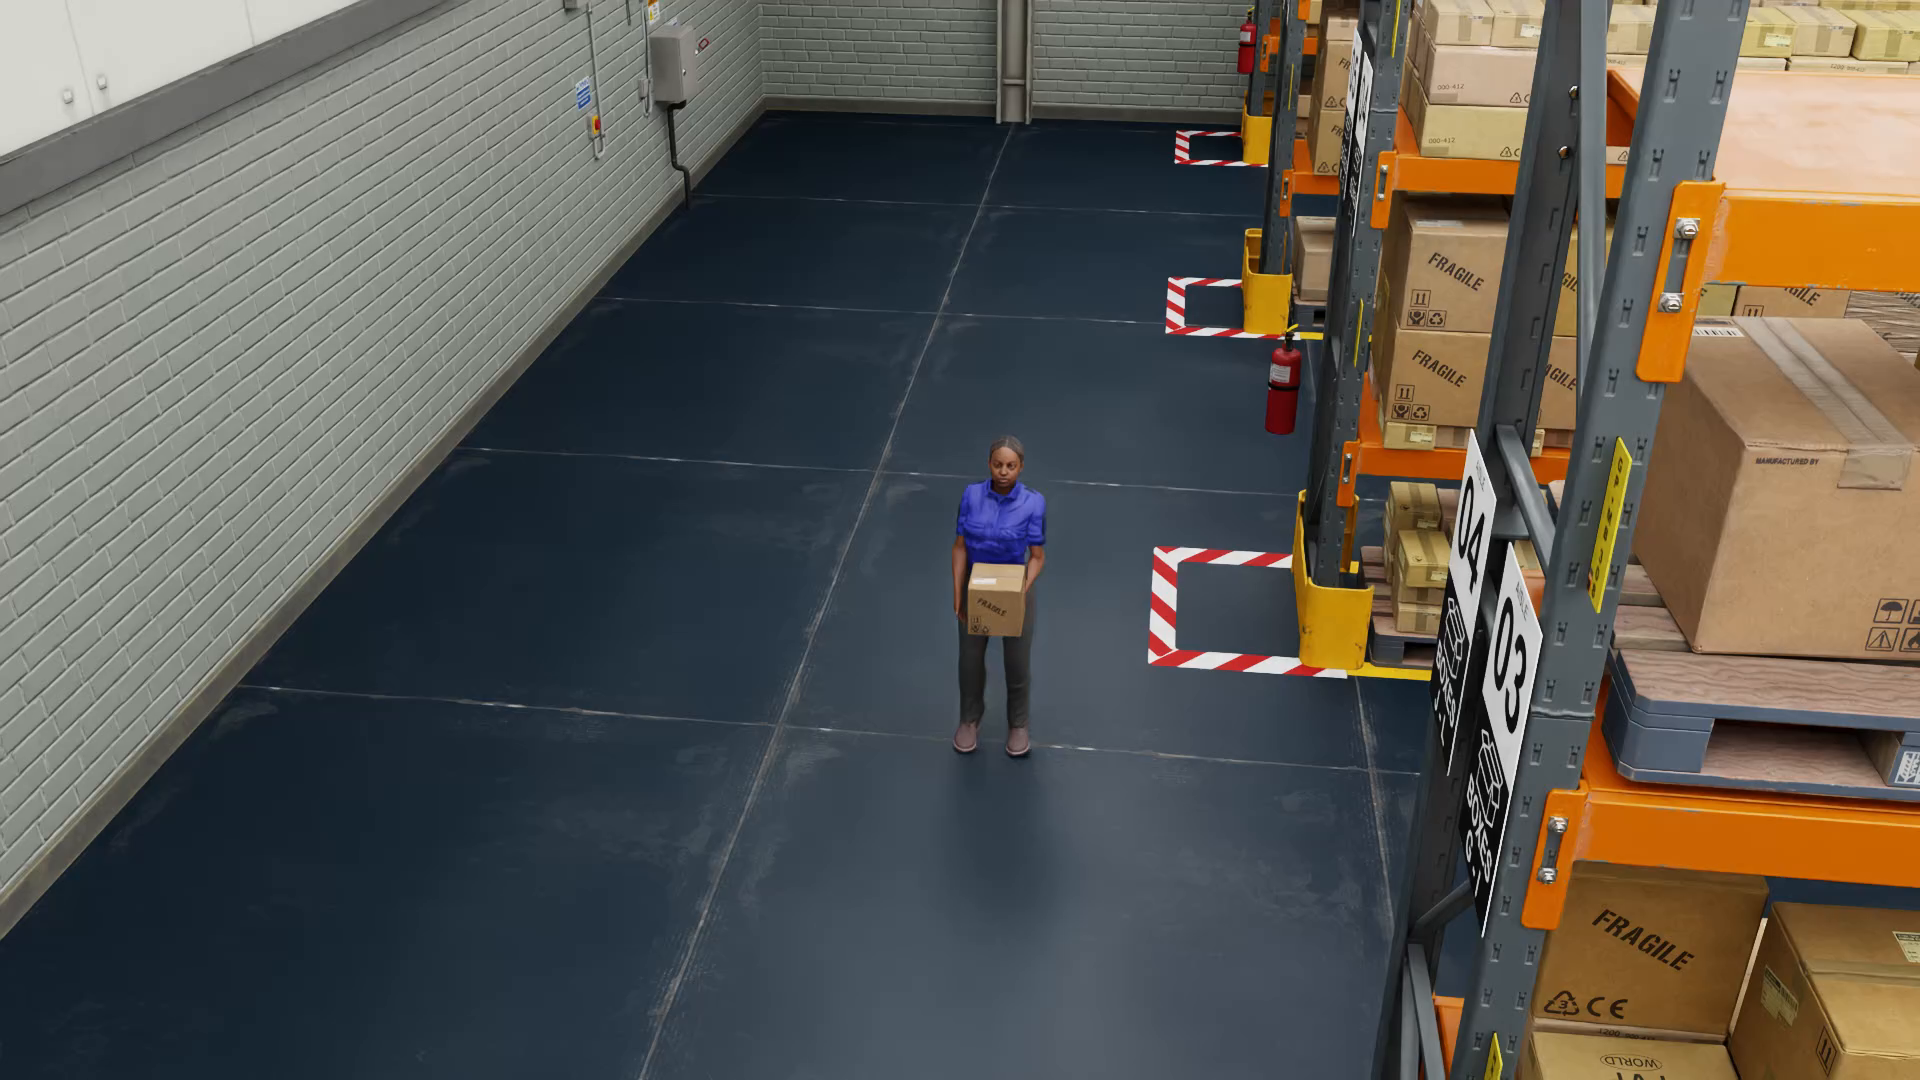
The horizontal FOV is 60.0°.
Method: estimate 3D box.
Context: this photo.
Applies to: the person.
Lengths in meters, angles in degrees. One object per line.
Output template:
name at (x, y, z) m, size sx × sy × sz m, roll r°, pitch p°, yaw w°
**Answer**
person at (0.175, 0.309, 8.061) m, size 0.456 × 1.655 × 0.507 m, roll 7°, pitch 29°, yaw 12°
